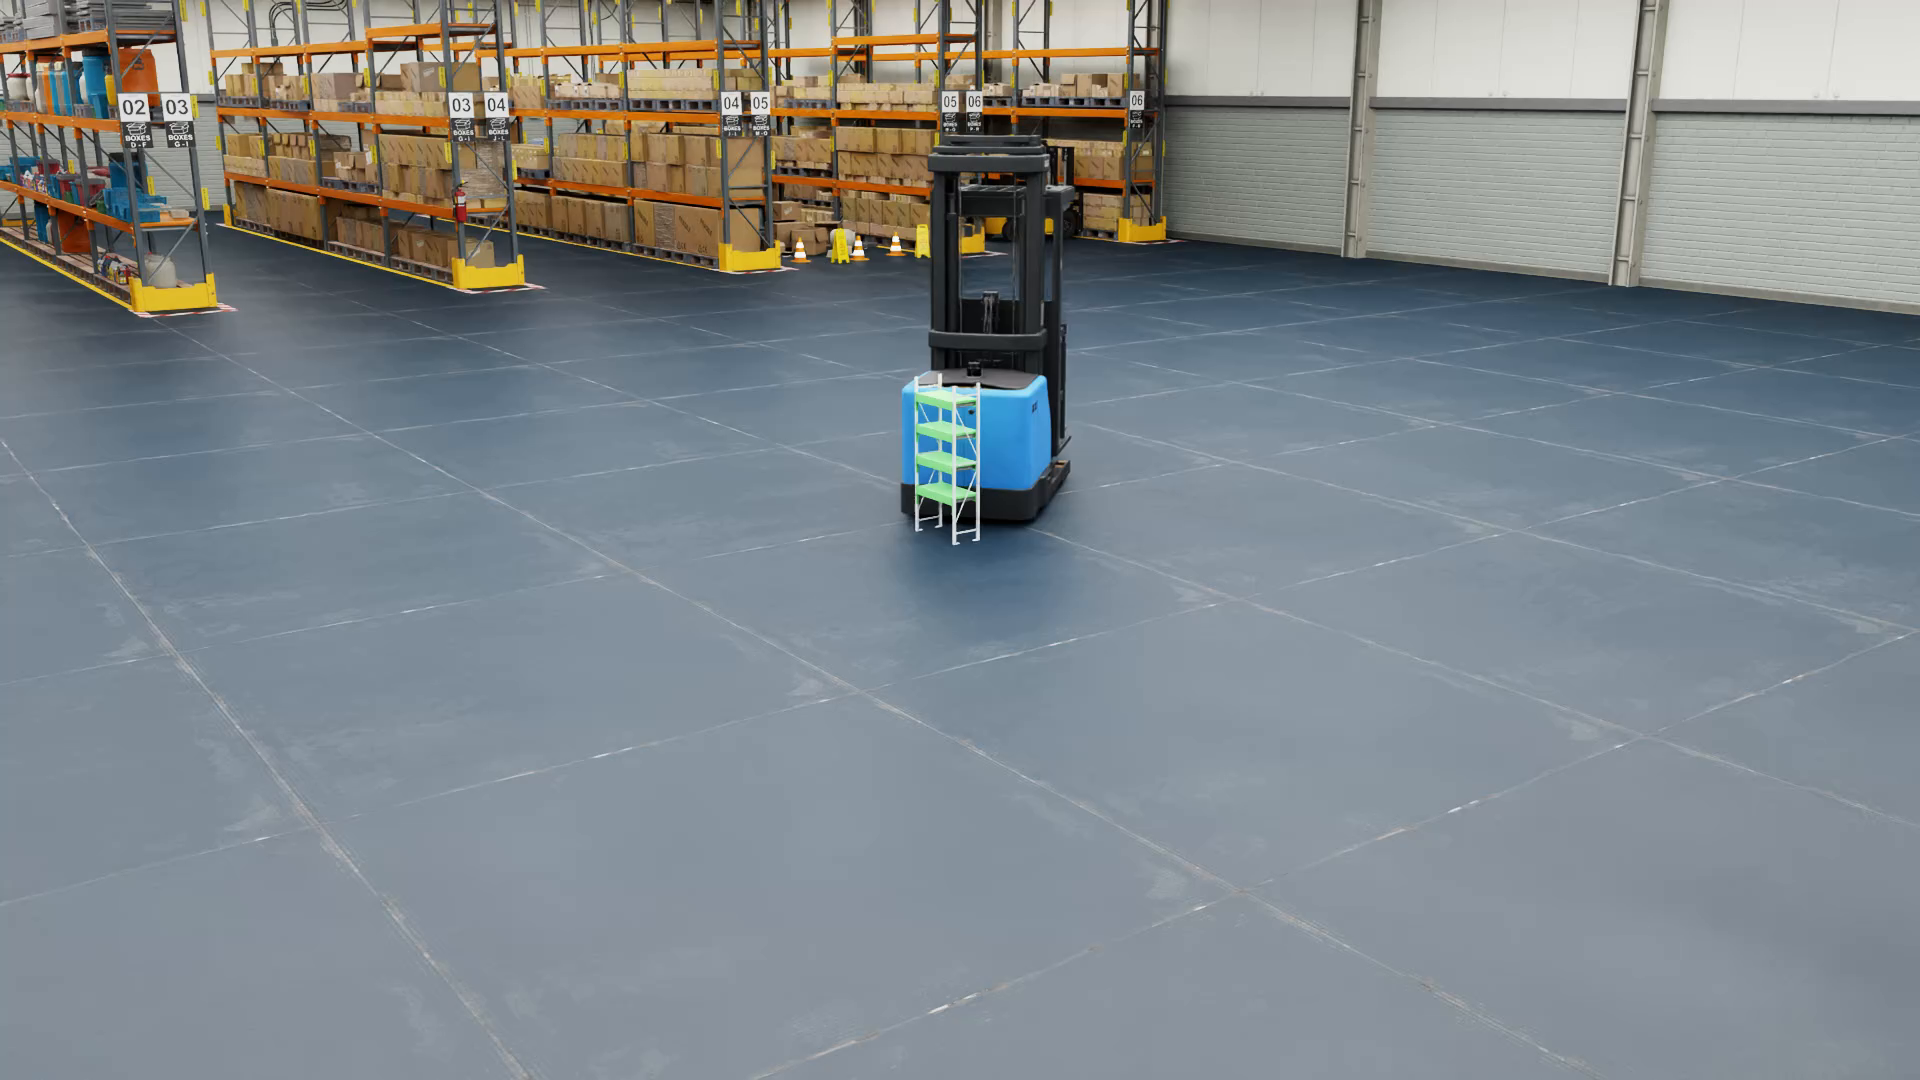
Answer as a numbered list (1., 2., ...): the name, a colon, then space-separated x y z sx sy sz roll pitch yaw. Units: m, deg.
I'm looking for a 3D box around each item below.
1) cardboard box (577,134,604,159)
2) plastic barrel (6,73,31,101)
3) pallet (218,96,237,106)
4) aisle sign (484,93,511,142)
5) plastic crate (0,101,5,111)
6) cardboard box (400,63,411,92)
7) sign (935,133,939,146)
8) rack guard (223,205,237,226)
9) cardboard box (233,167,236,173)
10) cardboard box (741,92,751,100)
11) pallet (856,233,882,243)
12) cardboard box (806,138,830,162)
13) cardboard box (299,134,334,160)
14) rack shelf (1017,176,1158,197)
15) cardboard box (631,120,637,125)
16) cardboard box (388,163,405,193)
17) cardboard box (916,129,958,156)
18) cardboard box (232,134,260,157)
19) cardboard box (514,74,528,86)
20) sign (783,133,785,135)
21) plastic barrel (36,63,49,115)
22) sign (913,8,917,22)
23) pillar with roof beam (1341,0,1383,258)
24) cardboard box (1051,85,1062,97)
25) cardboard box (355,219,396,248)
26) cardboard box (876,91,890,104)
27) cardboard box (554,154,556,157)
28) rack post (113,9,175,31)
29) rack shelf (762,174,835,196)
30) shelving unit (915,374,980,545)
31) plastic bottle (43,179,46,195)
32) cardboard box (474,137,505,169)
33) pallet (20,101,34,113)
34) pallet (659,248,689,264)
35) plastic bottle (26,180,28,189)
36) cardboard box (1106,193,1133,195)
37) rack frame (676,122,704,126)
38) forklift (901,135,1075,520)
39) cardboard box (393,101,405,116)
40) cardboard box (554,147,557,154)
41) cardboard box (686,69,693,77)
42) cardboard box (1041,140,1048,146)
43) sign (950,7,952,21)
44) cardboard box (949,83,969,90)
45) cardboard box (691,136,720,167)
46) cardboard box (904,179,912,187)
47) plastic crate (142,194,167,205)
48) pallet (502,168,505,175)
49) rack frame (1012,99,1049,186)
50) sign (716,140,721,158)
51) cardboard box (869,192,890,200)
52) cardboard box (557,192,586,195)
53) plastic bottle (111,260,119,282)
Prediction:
1. cardboard box: -7.786 -8.455 35.702 0.700 0.500 0.500 -11 19 -35
2. plastic barrel: -18.967 -9.140 33.552 0.433 0.535 0.433 0 15 0
3. pallet: -16.975 -10.446 39.547 1.003 0.211 1.213 -11 19 -35
4. aisle sign: -7.733 -7.070 27.799 0.394 0.787 0.004 -11 19 -35
5. plastic crate: -19.567 -8.964 34.365 0.450 0.188 0.662 -11 19 -35
6. cardboard box: -9.893 -8.460 30.421 0.500 0.500 0.500 -12 19 -36
7. sign: -0.456 -7.950 33.147 0.100 0.325 0.005 -11 19 -35
8. rack guard: -17.433 -7.998 40.853 1.175 0.500 0.348 -11 19 -35
9. cardboard box: -17.020 -8.786 39.471 0.380 0.149 0.250 -11 19 -35
10. cardboard box: -3.882 -8.230 30.773 0.380 0.149 0.250 -11 19 -34
11. pallet: -1.924 -6.692 36.626 1.003 0.211 1.213 -11 19 -35
12. cardboard box: -3.097 -8.738 37.270 0.500 0.500 0.500 -11 19 -34
13. cardboard box: -13.513 -8.321 35.206 0.797 0.503 0.637 -10 18 -33
14. rack shelf: 2.841 -8.172 38.114 1.077 0.370 4.000 -11 19 -35
15. cardboard box: -8.541 -11.124 44.225 0.380 0.149 0.250 -11 19 -36
16. cardboard box: -9.884 -6.610 30.293 0.875 0.500 0.500 -11 19 -35
17. cardboard box: -0.473 -8.070 33.731 0.700 0.500 0.500 -11 19 -36
18. cardboard box: -16.752 -9.271 39.067 0.500 0.500 0.500 -11 19 -36
19. cardboard box: -9.865 -10.421 37.646 0.396 0.266 0.258 -11 19 -35
20. sign: -4.266 -9.635 40.055 0.100 0.325 0.005 -11 19 -35
21. plastic barrel: -16.415 -8.201 30.228 0.600 0.901 0.600 0 15 0
22. sign: -1.120 -13.096 41.459 0.100 0.325 0.005 -11 19 -35
23. pillar with roof beam: 4.382 -9.325 29.599 9.100 9.000 0.400 -11 19 -35
24. cardboard box: 2.292 -10.215 37.803 0.396 0.266 0.258 -11 19 -36
25. cardboard box: -11.630 -6.121 33.159 0.700 0.500 0.500 -9 18 -30
26. cardboard box: -1.417 -9.231 34.660 0.500 0.250 0.500 -11 19 -34
27. cardboard box: -9.087 -8.712 37.843 0.380 0.149 0.250 -12 19 -36
28. rack post: -12.360 -7.847 25.148 0.937 0.300 0.954 -9 18 -29
29. rack shelf: -3.524 -8.255 38.417 1.077 0.370 4.000 -11 19 -35
30. shelving unit: -0.097 -0.614 12.547 0.258 1.200 0.503 -11 19 -35
31. plastic bottle: -17.440 -6.735 31.723 0.061 0.283 0.133 -11 19 -35
32. cardboard box: -8.115 -6.616 28.420 0.500 0.500 0.500 -11 19 -35
33. pallet: -17.865 -8.538 32.764 1.003 0.211 1.213 -11 19 -35
34. pallet: -5.187 -5.605 32.654 1.003 0.211 1.213 -11 19 -35
35. plastic bottle: -18.791 -7.194 33.556 0.097 0.201 0.097 0 15 0
36. cardboard box: 3.591 -7.689 37.505 0.500 0.250 0.500 -11 19 -34
37. rack frame: -7.051 -9.883 43.003 1.000 3.000 0.127 -11 19 -35
38. forklift: 0.349 -1.911 14.004 1.130 2.935 3.031 3 16 12
39. cardboard box: -9.707 -7.655 29.466 0.500 0.250 0.500 -12 19 -37
40. cardboard box: -9.060 -8.846 37.768 0.380 0.149 0.250 -11 19 -35
41. cardboard box: -4.863 -8.674 30.885 0.380 0.149 0.250 -10 18 -34
42. cardboard box: 2.065 -9.171 38.419 0.380 0.149 0.250 -10 18 -33
43. sign: -0.240 -13.308 42.082 0.100 0.325 0.005 -11 19 -35
44. cardboard box: -0.040 -9.138 33.566 0.380 0.149 0.250 -11 19 -35
45. cardboard box: -4.525 -7.312 31.281 0.875 0.550 0.550 -11 19 -35
46. cardboard box: -0.937 -7.391 34.375 0.380 0.149 0.250 -10 18 -34
47. plastic crate: -13.500 -5.602 27.643 0.499 0.251 0.616 -11 19 -35
48. pallet: -10.664 -8.815 39.464 1.003 0.211 1.213 -11 19 -35
49. rack frame: 1.665 -8.946 39.580 1.000 3.000 0.127 -11 19 -35
50. sign: -4.387 -7.122 30.274 0.100 0.325 0.005 -11 19 -35
51. cardboard box: -1.730 -7.355 35.531 0.380 0.149 0.250 -10 18 -31
52. cardboard box: -8.854 -7.782 37.847 0.500 0.250 0.500 -12 19 -37
53. plastic bottle: -13.761 -4.395 27.135 0.144 0.351 0.185 -10 18 -32
